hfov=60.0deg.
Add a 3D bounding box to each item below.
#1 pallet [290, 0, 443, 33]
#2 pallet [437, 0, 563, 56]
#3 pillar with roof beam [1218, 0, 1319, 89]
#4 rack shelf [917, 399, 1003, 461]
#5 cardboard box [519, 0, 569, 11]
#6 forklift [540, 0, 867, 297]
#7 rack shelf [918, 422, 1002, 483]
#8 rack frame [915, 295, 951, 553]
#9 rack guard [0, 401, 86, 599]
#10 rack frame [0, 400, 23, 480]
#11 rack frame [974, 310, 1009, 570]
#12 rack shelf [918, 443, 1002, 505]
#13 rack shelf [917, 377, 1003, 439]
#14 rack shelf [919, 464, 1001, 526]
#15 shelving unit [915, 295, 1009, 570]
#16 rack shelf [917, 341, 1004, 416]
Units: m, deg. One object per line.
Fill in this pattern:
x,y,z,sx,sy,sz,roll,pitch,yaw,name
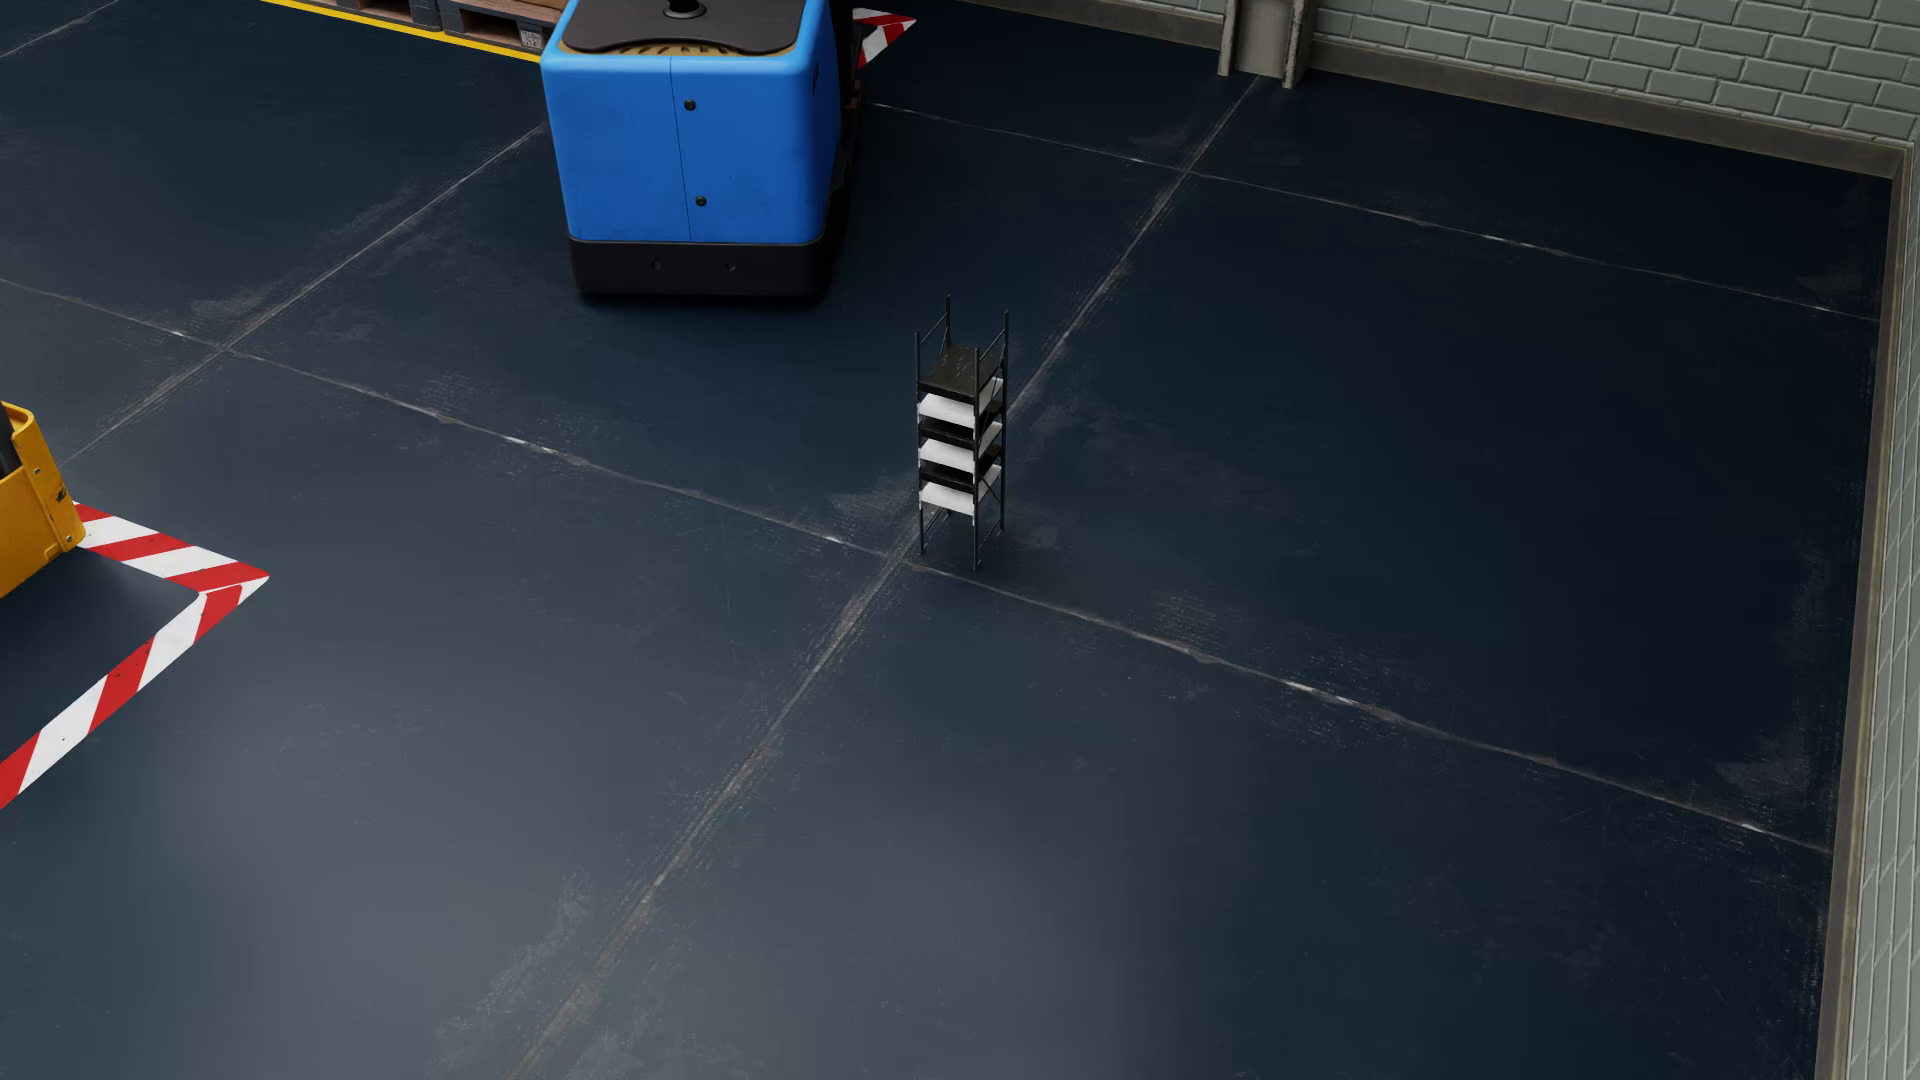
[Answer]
-3.113,-3.244,9.332,1.213,0.211,1.003,17,44,19,pallet
-2.011,-2.905,8.941,1.213,0.211,1.003,17,44,19,pallet
-0.261,-3.262,2.642,0.400,9.000,9.100,17,44,19,pillar with roof beam
0.007,-0.381,5.416,0.200,0.077,0.258,17,44,19,rack shelf
-1.930,-3.133,8.662,0.500,0.500,0.700,17,44,19,cardboard box
-1.028,-3.046,7.026,1.130,2.935,3.031,1,41,1,forklift
0.007,-0.313,5.474,0.200,0.077,0.258,17,44,19,rack shelf
-0.085,-0.366,5.485,0.006,0.900,0.240,17,44,19,rack frame
-3.413,0.081,5.275,0.348,0.500,1.175,17,44,19,rack guard
-3.345,-0.843,4.432,0.127,3.000,1.000,17,44,19,rack frame
0.099,-0.310,5.420,0.006,0.900,0.240,17,44,19,rack frame
0.007,-0.245,5.533,0.200,0.077,0.258,17,44,19,rack shelf
0.007,-0.449,5.357,0.200,0.077,0.258,17,44,19,rack shelf
0.007,-0.177,5.592,0.200,0.077,0.258,17,44,19,rack shelf
0.007,-0.338,5.453,0.210,0.900,0.258,17,44,19,shelving unit
0.007,-0.517,5.298,0.200,0.077,0.258,17,44,19,rack shelf
